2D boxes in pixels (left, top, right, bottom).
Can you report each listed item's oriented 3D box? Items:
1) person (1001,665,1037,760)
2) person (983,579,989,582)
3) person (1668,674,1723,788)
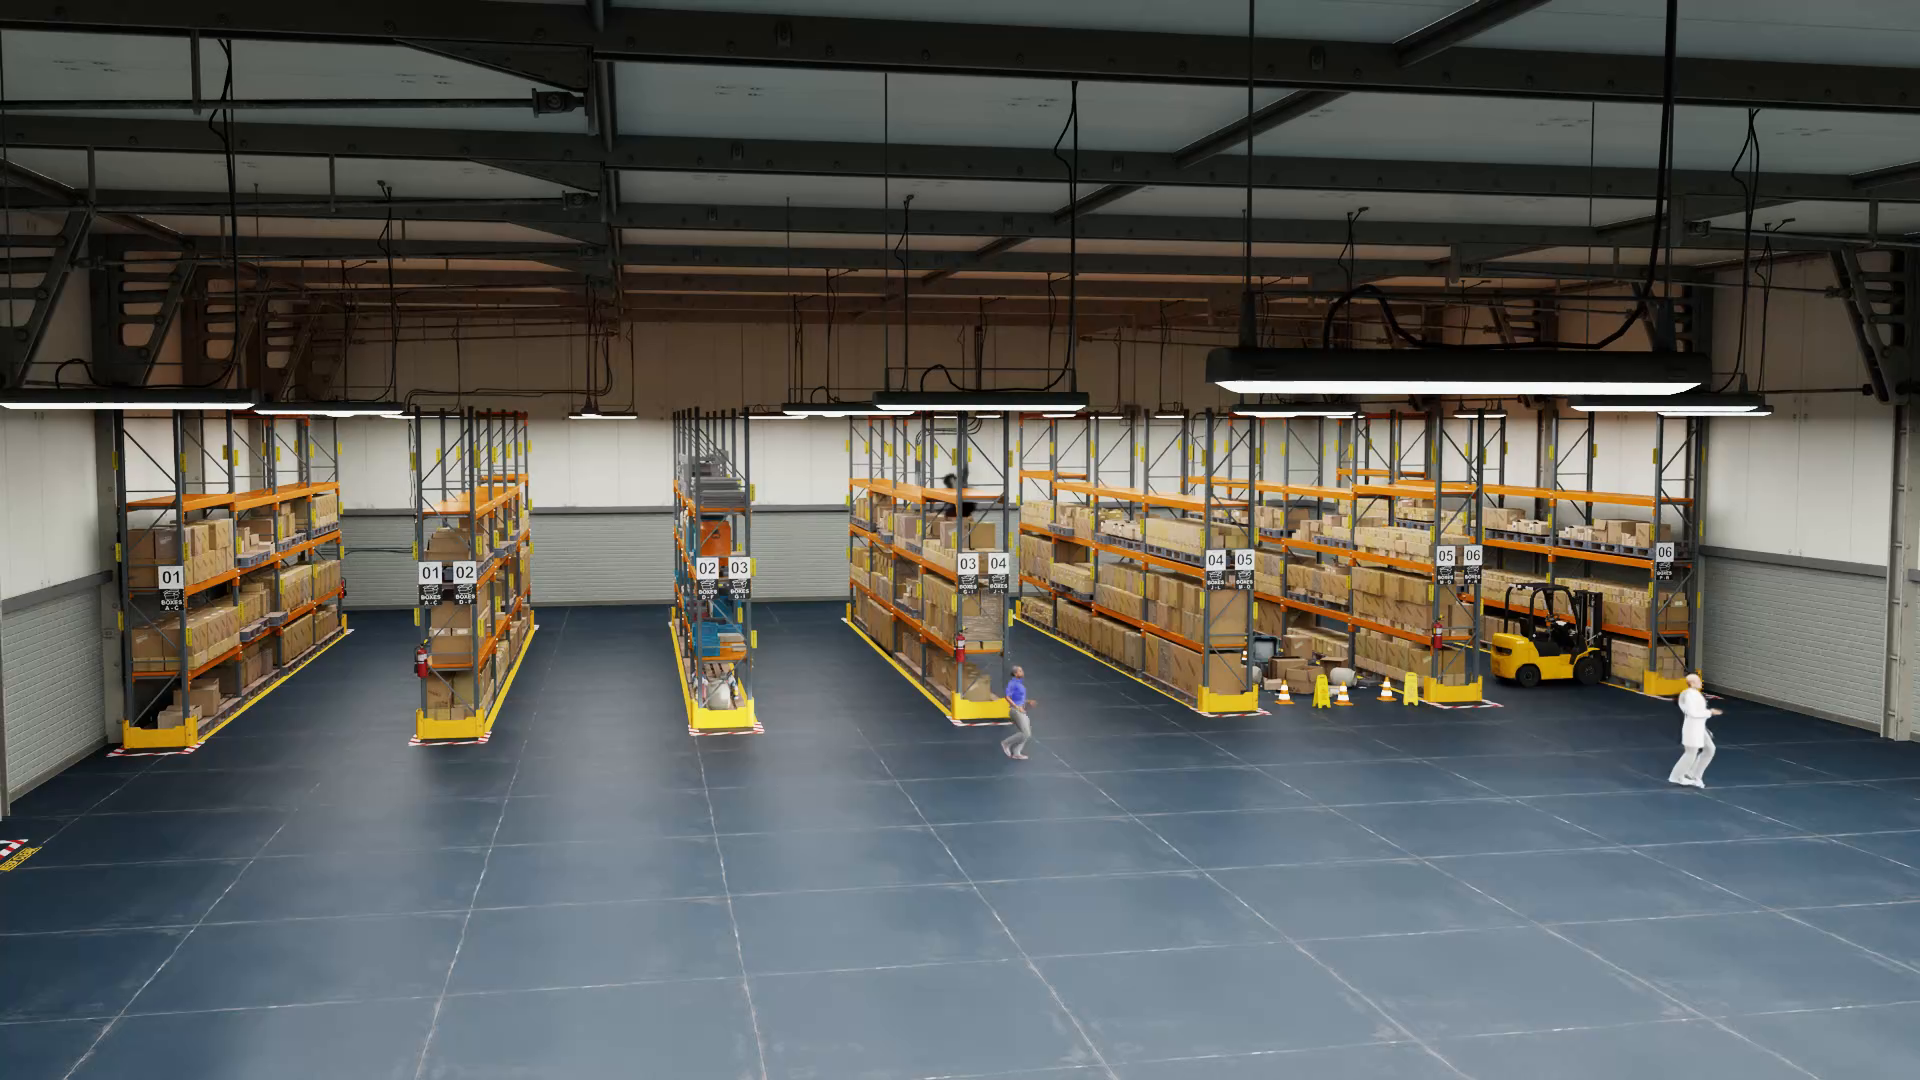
[{"bbox_3d":[0.996,2.916,28.142,0.574,1.605,0.572,1,4,14],"label":"person"},{"bbox_3d":[0.740,1.526,46.936,0.703,1.721,0.638,0,4,-6],"label":"person"},{"bbox_3d":[11.502,2.999,25.975,0.755,1.814,0.650,3,5,32],"label":"person"}]
